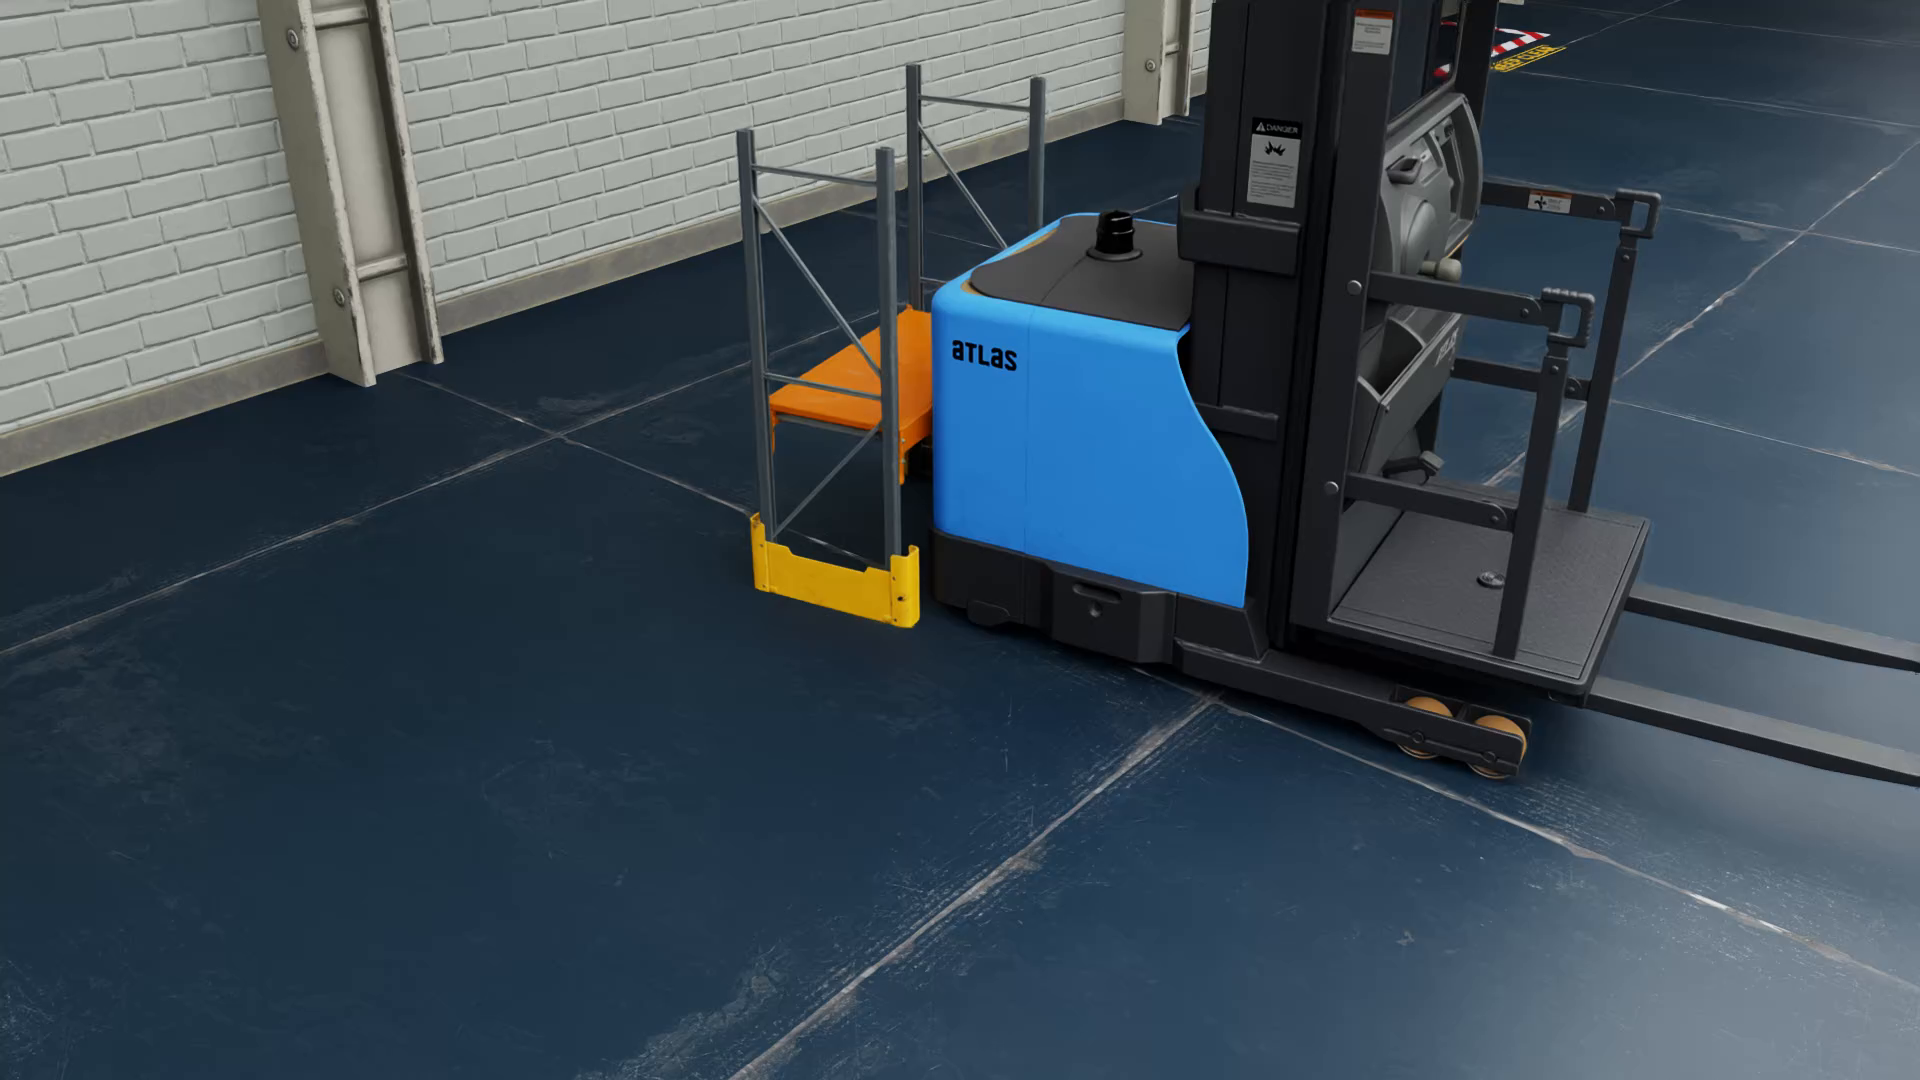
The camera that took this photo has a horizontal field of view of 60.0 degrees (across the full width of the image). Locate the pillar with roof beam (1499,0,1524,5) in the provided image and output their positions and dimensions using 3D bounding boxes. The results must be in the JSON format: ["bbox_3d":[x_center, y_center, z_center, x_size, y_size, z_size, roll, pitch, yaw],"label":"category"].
[{"bbox_3d":[8.463,-7.749,10.936,9.100,9.000,0.400,21,34,34],"label":"pillar with roof beam"}]

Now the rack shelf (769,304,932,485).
[{"bbox_3d":[-0.181,-0.506,5.487,0.538,0.185,1.000,13,30,24],"label":"rack shelf"}]

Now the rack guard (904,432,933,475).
[{"bbox_3d":[0.048,-0.318,6.093,0.587,0.250,0.087,13,30,24],"label":"rack guard"}]

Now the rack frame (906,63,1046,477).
[{"bbox_3d":[0.049,-0.874,5.807,0.500,1.500,0.032,13,30,24],"label":"rack frame"}]

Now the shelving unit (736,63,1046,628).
[{"bbox_3d":[-0.177,-0.669,5.411,0.587,1.500,1.083,13,30,24],"label":"shelving unit"}]

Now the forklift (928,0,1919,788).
[{"bbox_3d":[1.442,-0.936,4.369,3.031,2.935,1.130,14,31,25],"label":"forklift"}]

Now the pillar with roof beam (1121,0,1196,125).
[{"bbox_3d":[4.646,-5.622,6.824,9.100,9.000,0.400,21,34,34],"label":"pillar with roof beam"}]

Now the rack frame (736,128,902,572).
[{"bbox_3d":[-0.410,-0.457,5.001,0.500,1.500,0.032,13,30,24],"label":"rack frame"}]

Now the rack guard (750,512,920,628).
[{"bbox_3d":[-0.401,0.090,5.304,0.587,0.250,0.087,13,30,24],"label":"rack guard"}]

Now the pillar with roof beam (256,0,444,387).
[{"bbox_3d":[0.830,-3.495,2.711,9.100,9.000,0.400,21,34,34],"label":"pillar with roof beam"}]
